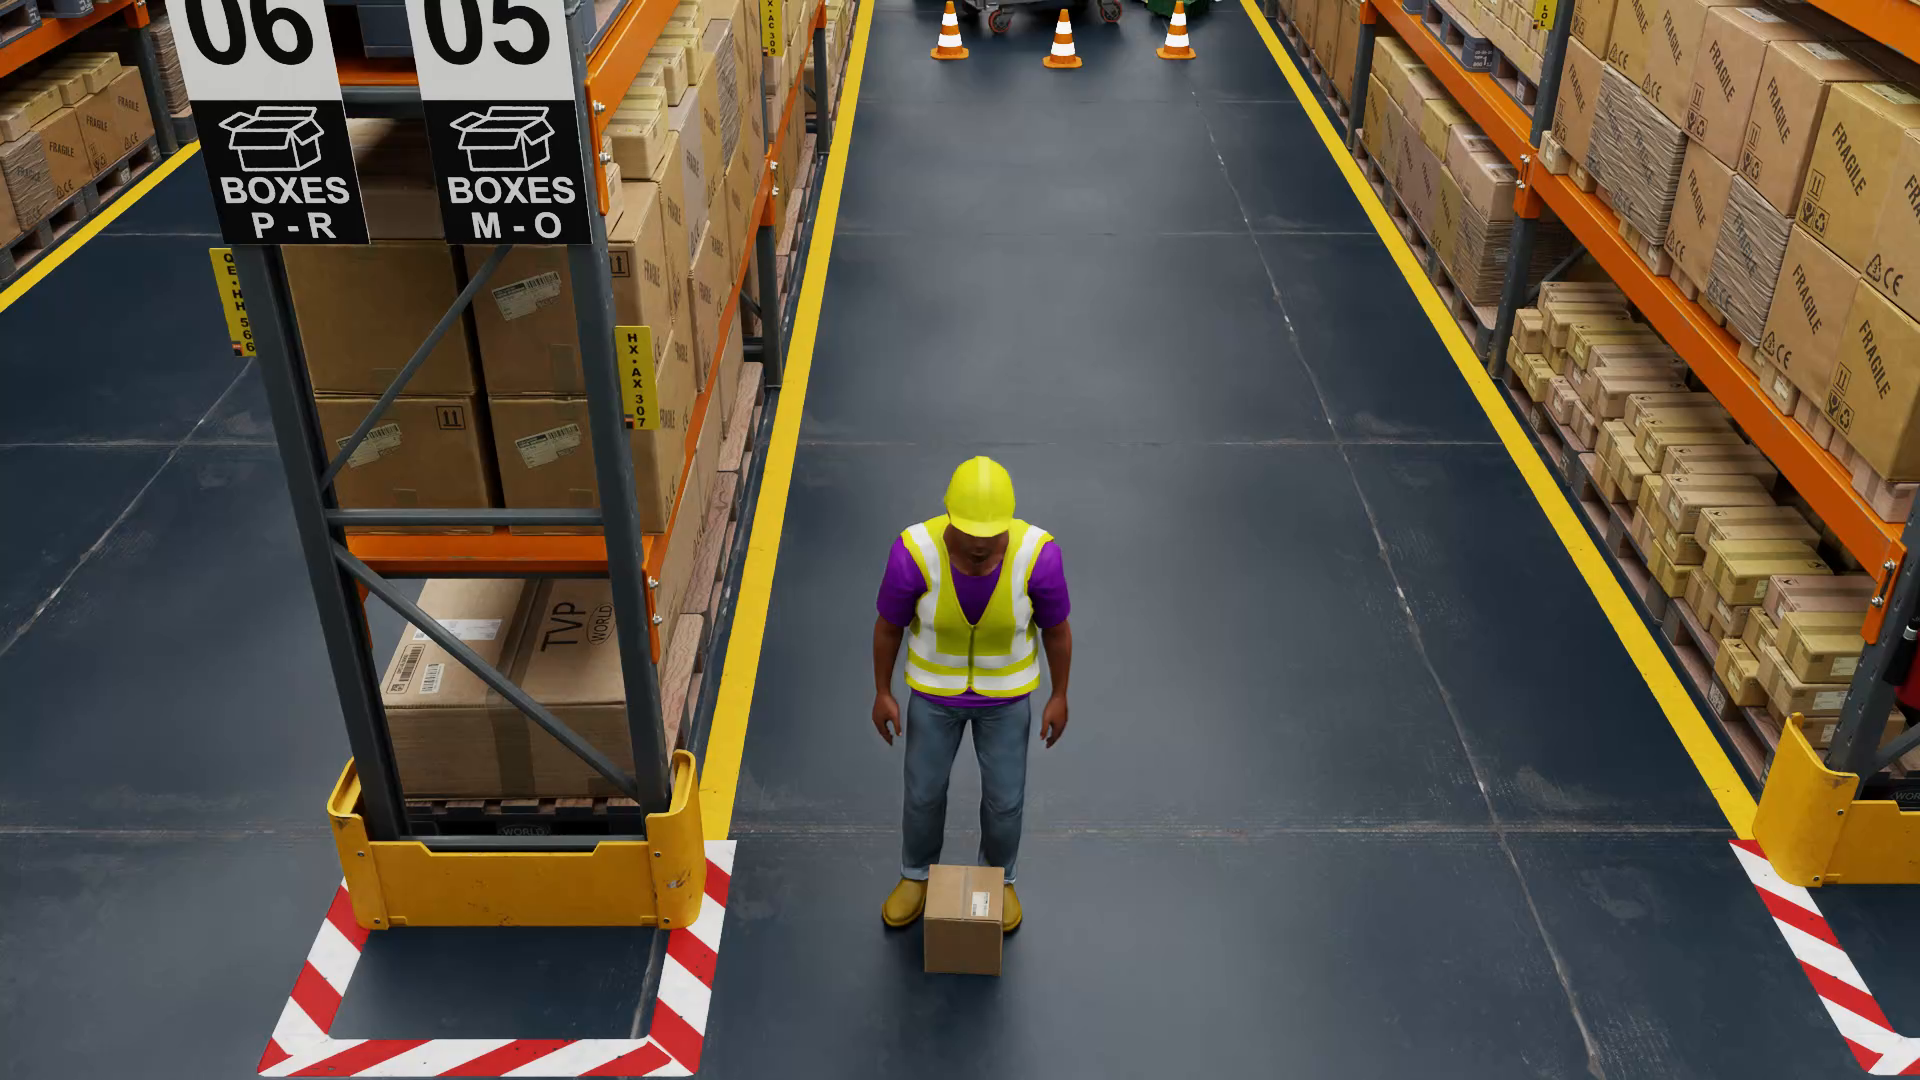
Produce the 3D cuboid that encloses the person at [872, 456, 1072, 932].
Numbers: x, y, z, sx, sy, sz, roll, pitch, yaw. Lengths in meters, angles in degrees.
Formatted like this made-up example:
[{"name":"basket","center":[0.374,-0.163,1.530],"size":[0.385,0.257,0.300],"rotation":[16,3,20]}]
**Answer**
[{"name":"person","center":[0.036,0.497,5.304],"size":[0.633,1.758,0.461],"rotation":[1,31,2]}]
